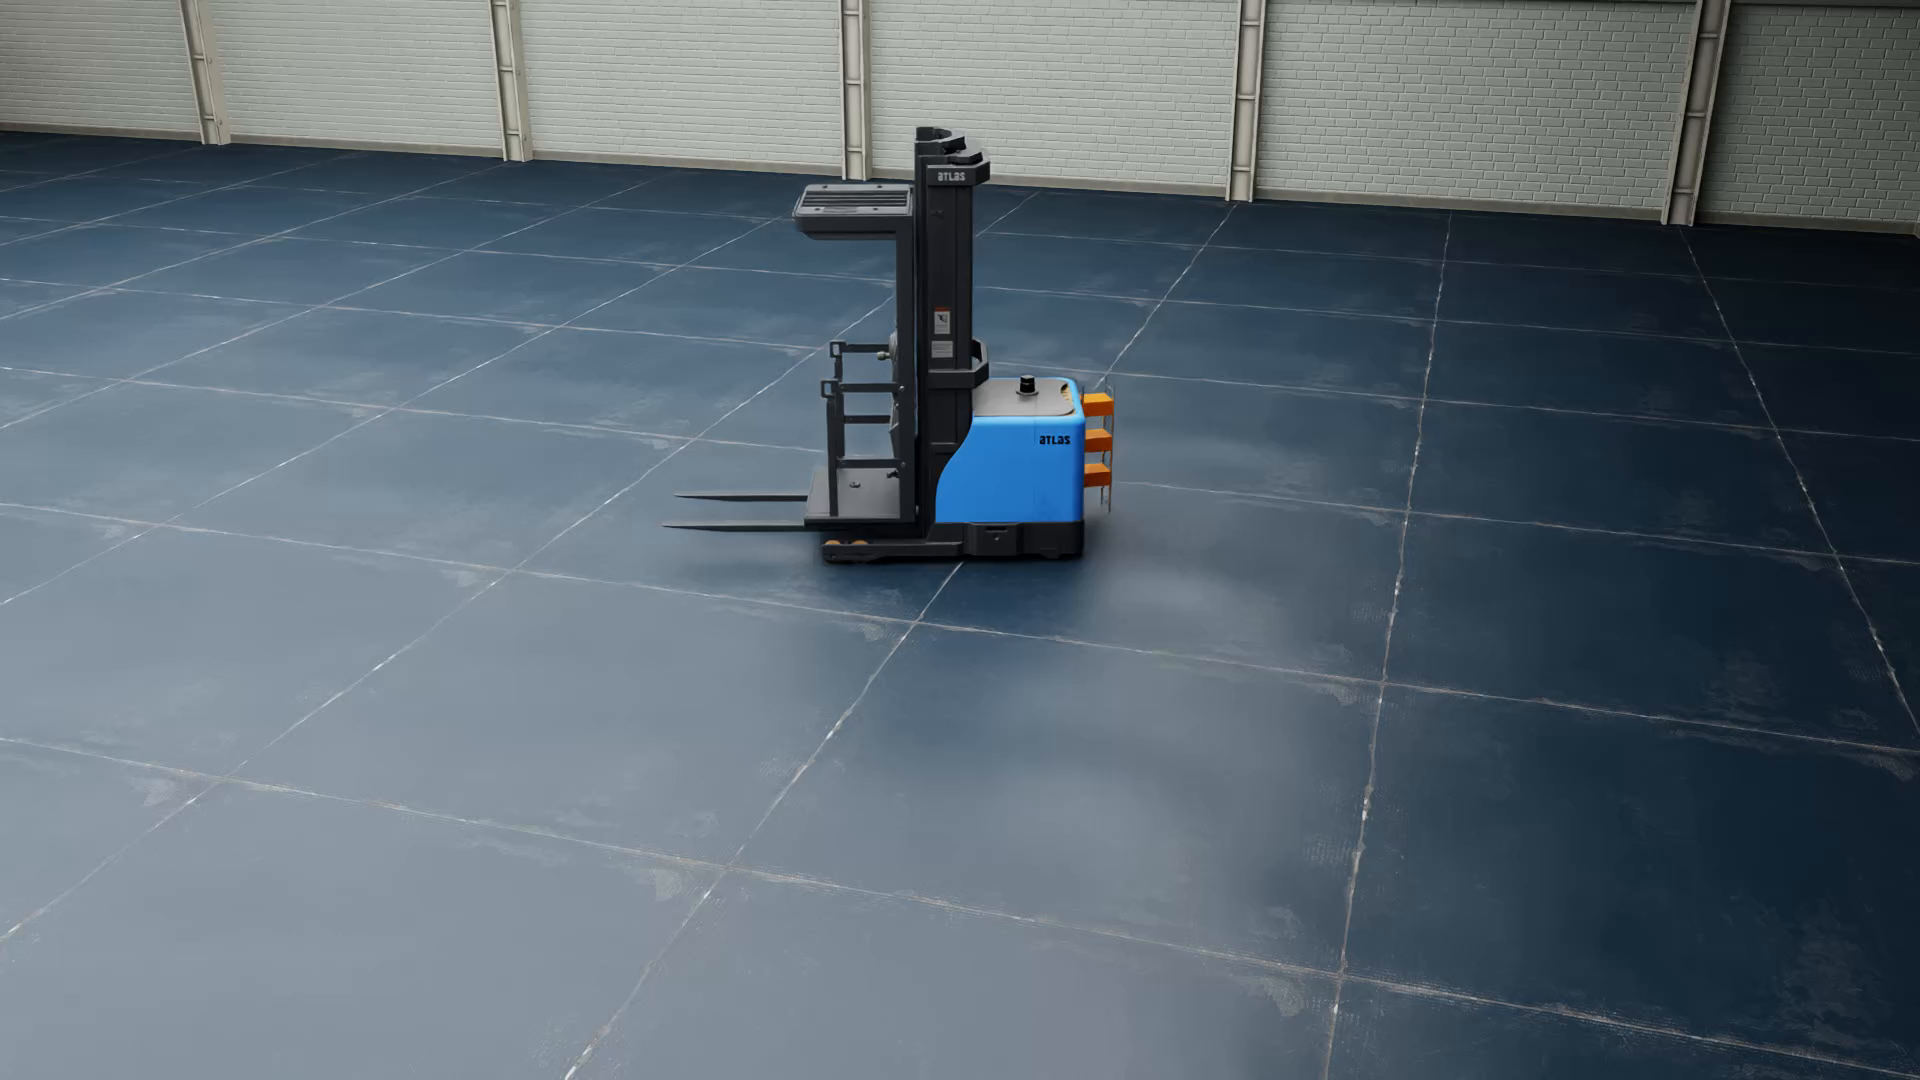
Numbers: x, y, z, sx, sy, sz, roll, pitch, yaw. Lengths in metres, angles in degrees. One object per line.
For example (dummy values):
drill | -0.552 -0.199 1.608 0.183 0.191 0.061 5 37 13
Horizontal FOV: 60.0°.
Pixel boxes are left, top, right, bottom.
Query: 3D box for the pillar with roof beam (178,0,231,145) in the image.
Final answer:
pillar with roof beam | -14.343 -9.596 23.807 0.400 9.000 9.100 7 23 16

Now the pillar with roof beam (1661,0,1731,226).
pillar with roof beam | 8.634 -6.965 17.393 0.400 9.000 9.100 7 23 16

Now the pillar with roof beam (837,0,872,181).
pillar with roof beam | -2.855 -8.281 20.600 0.400 9.000 9.100 7 23 16

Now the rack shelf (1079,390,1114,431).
rack shelf | 1.006 -0.963 12.514 0.240 0.259 0.215 -6 23 -14

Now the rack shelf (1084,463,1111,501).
rack shelf | 1.005 -0.443 12.727 0.240 0.259 0.215 -6 23 -14

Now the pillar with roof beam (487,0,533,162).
pillar with roof beam | -8.599 -8.939 22.204 0.400 9.000 9.100 7 23 16

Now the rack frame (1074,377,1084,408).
rack frame | 0.888 -0.698 12.589 0.008 1.050 0.200 -6 23 -14

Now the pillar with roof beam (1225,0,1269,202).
pillar with roof beam | 2.890 -7.623 18.997 0.400 9.000 9.100 7 23 16

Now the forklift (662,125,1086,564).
forklift | -0.631 -1.386 11.786 3.031 2.935 1.130 0 22 -1

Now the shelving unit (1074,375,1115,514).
shelving unit | 1.006 -0.710 12.618 0.252 1.050 0.215 -6 23 -14

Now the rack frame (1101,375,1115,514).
rack frame | 1.123 -0.722 12.647 0.008 1.050 0.200 -6 23 -14

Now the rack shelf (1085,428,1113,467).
rack shelf | 1.006 -0.700 12.622 0.240 0.259 0.215 -6 23 -14
